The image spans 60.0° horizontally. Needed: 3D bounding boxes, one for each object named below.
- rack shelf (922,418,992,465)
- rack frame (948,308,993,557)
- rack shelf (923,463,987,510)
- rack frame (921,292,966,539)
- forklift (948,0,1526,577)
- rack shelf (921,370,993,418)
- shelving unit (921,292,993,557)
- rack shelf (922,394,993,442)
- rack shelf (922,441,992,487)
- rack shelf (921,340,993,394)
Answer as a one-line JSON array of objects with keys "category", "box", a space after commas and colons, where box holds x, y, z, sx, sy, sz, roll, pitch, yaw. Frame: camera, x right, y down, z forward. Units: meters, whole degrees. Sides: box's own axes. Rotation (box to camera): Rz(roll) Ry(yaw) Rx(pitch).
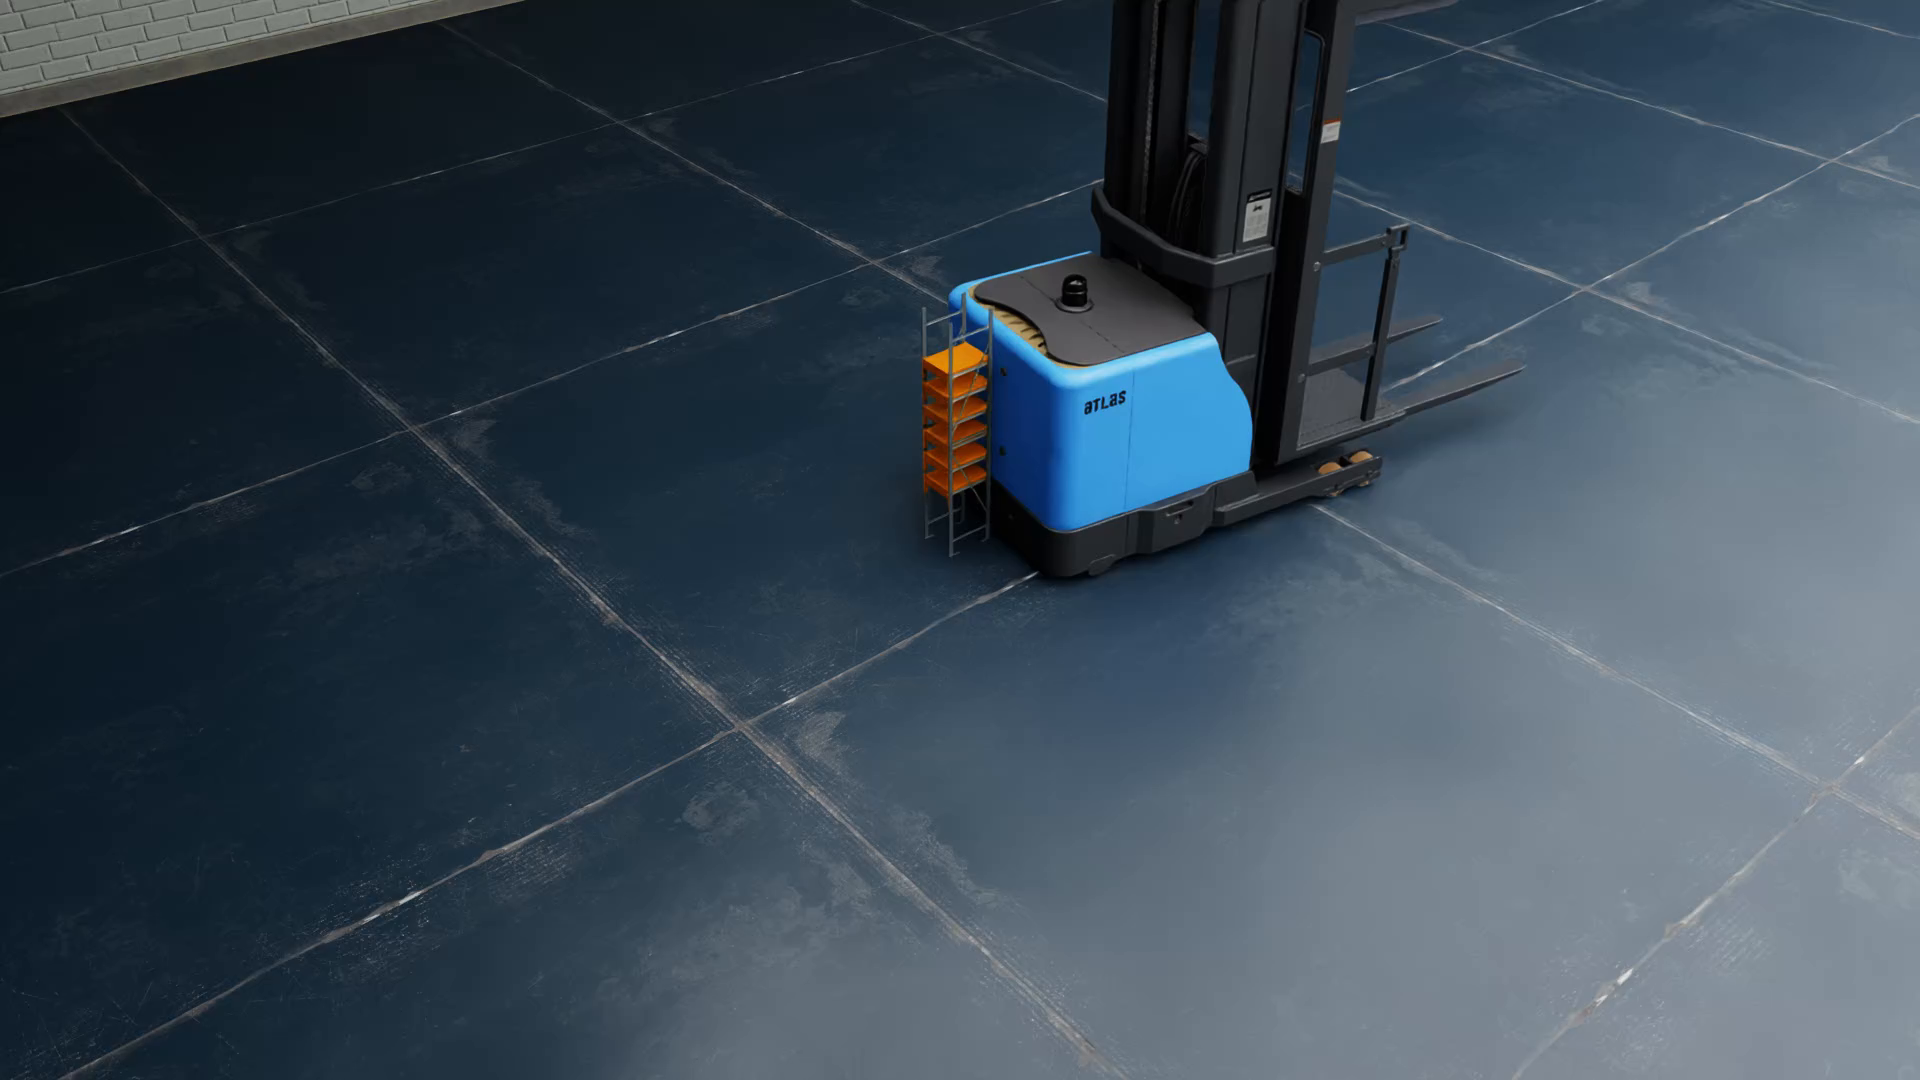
[{"category": "rack shelf", "box": [-0.013, -0.459, 7.436, 0.258, 0.103, 0.180, -25, 42, -31]}, {"category": "rack frame", "box": [0.045, -0.454, 7.353, 0.240, 1.200, 0.006, -25, 42, -31]}, {"category": "rack shelf", "box": [-0.013, -0.263, 7.575, 0.258, 0.103, 0.180, -25, 42, -31]}, {"category": "rack frame", "box": [-0.070, -0.537, 7.469, 0.240, 1.200, 0.006, -25, 42, -31]}, {"category": "forklift", "box": [1.467, -1.650, 7.543, 3.031, 2.935, 1.130, -18, 39, -24]}, {"category": "rack shelf", "box": [-0.012, -0.655, 7.298, 0.258, 0.103, 0.180, -25, 42, -31]}, {"category": "shelving unit", "box": [-0.013, -0.495, 7.411, 0.258, 1.200, 0.189, -25, 42, -31]}, {"category": "rack shelf", "box": [-0.013, -0.557, 7.367, 0.258, 0.103, 0.180, -25, 42, -31]}, {"category": "rack shelf", "box": [-0.013, -0.361, 7.506, 0.258, 0.103, 0.180, -25, 42, -31]}, {"category": "rack shelf", "box": [-0.012, -0.753, 7.228, 0.258, 0.103, 0.180, -25, 42, -31]}]
